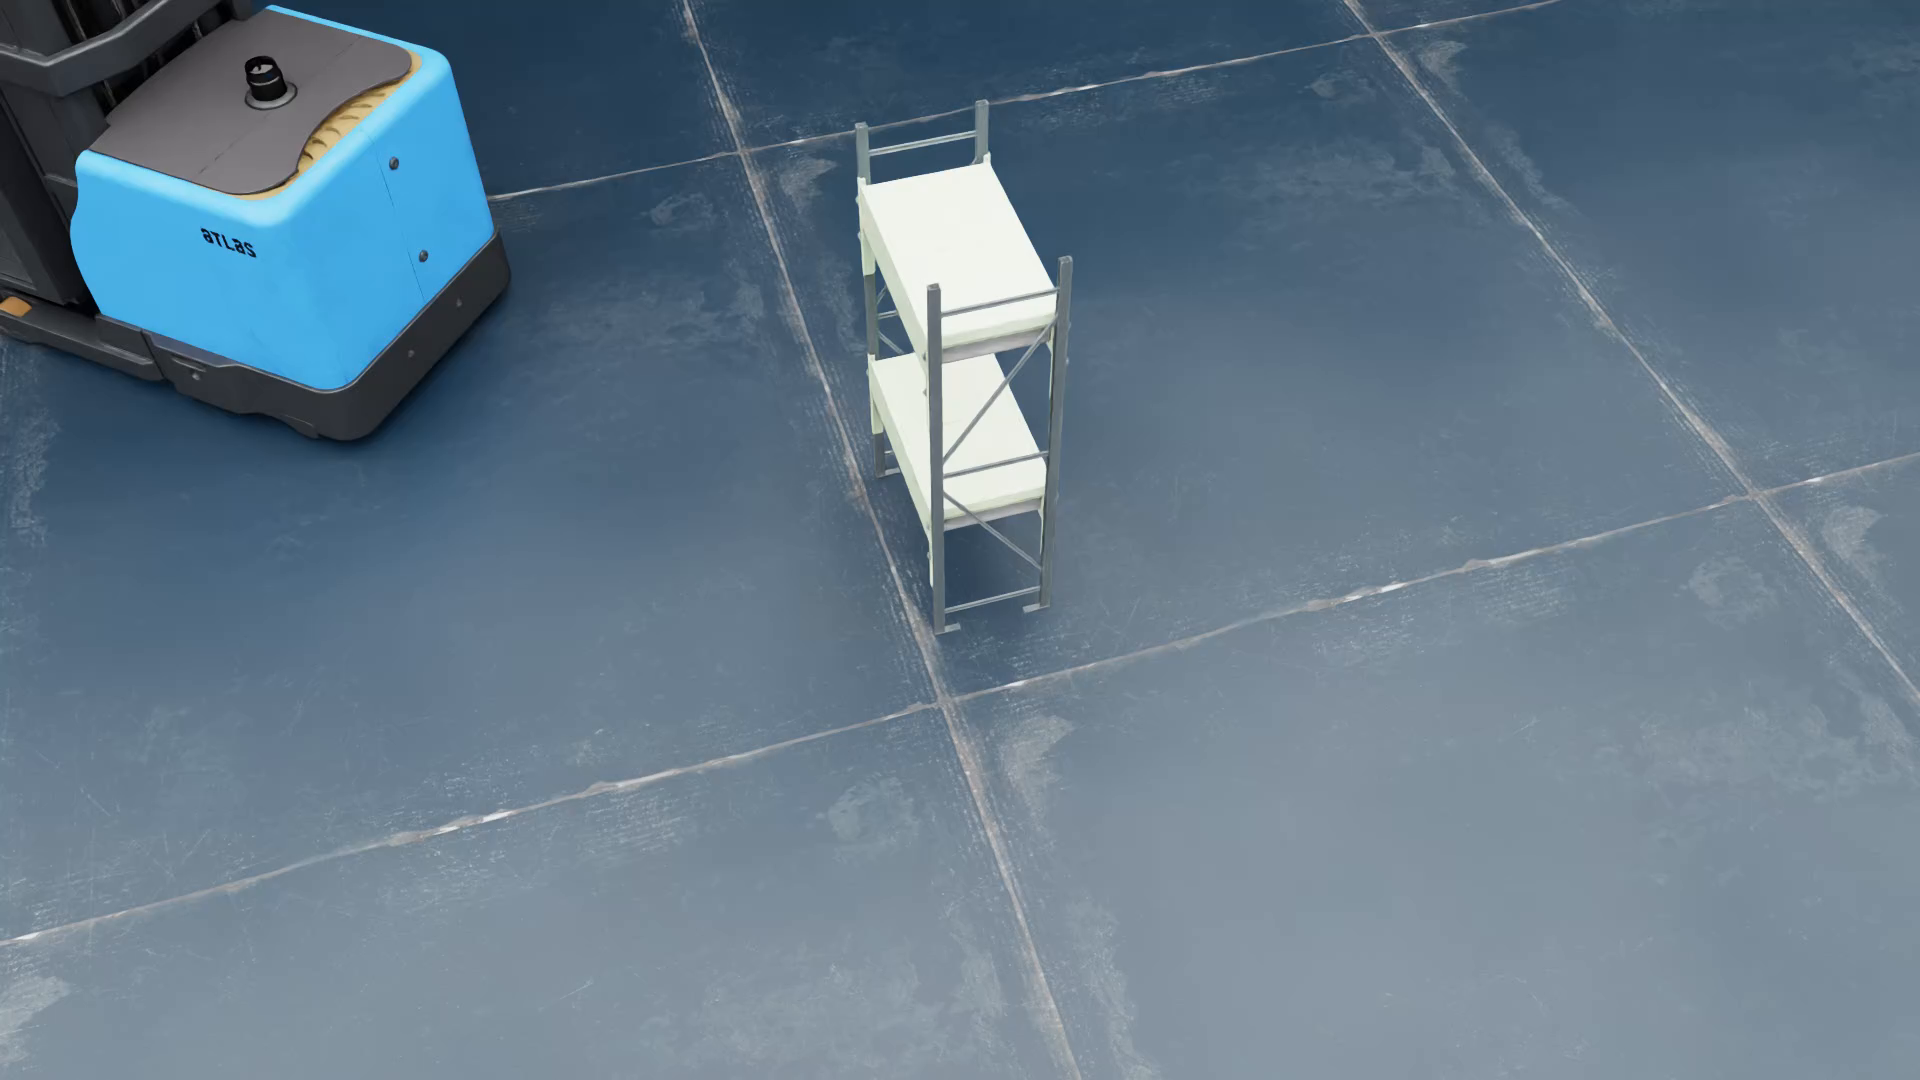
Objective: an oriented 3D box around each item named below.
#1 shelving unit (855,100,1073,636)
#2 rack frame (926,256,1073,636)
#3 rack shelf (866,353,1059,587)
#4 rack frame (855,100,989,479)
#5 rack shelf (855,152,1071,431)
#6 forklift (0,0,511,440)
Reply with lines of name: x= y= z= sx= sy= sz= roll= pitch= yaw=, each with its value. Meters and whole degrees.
shelving unit: x=-0.002 y=-0.488 z=5.181 sx=0.431 sy=1.500 sz=0.755 roll=-13 pitch=51 yaw=-11
rack frame: x=0.106 y=-0.221 z=4.955 sx=0.400 sy=1.500 sz=0.023 roll=-13 pitch=51 yaw=-11
rack shelf: x=-0.002 y=-0.278 z=5.430 sx=0.431 sy=0.370 sz=0.720 roll=-13 pitch=51 yaw=-11
rack frame: x=-0.110 y=-0.756 z=5.406 sx=0.400 sy=1.500 sz=0.023 roll=-13 pitch=51 yaw=-11
rack shelf: x=-0.002 y=-0.740 z=4.882 sx=0.431 sy=0.370 sz=0.720 roll=-13 pitch=51 yaw=-11
forklift: x=-3.323 y=-2.062 z=5.571 sx=3.031 sy=2.935 sz=1.130 roll=19 pitch=52 yaw=15
